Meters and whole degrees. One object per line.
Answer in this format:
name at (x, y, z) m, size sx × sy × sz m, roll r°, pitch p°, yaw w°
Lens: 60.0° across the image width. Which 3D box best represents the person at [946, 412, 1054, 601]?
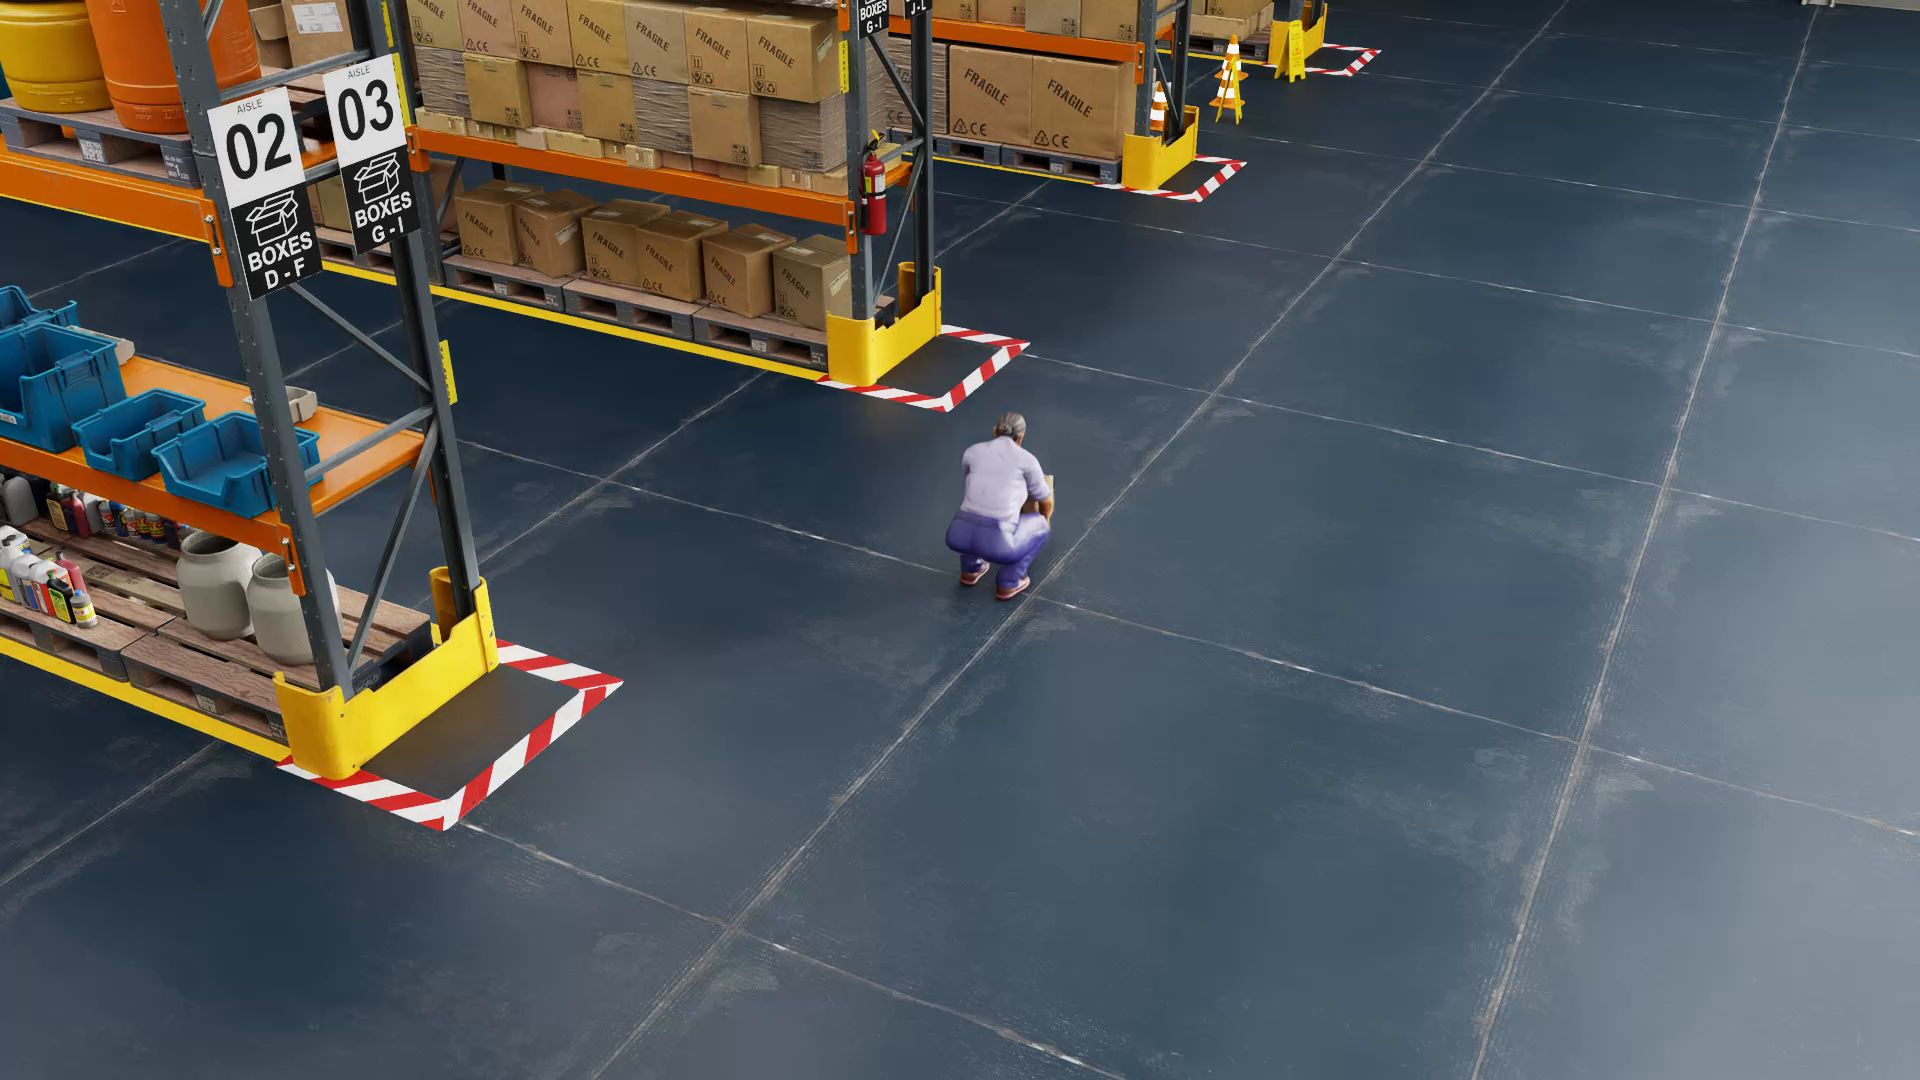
person at (0.227, -0.199, 9.372) m, size 0.528 × 0.926 × 0.820 m, roll 15°, pitch 33°, yaw 23°
